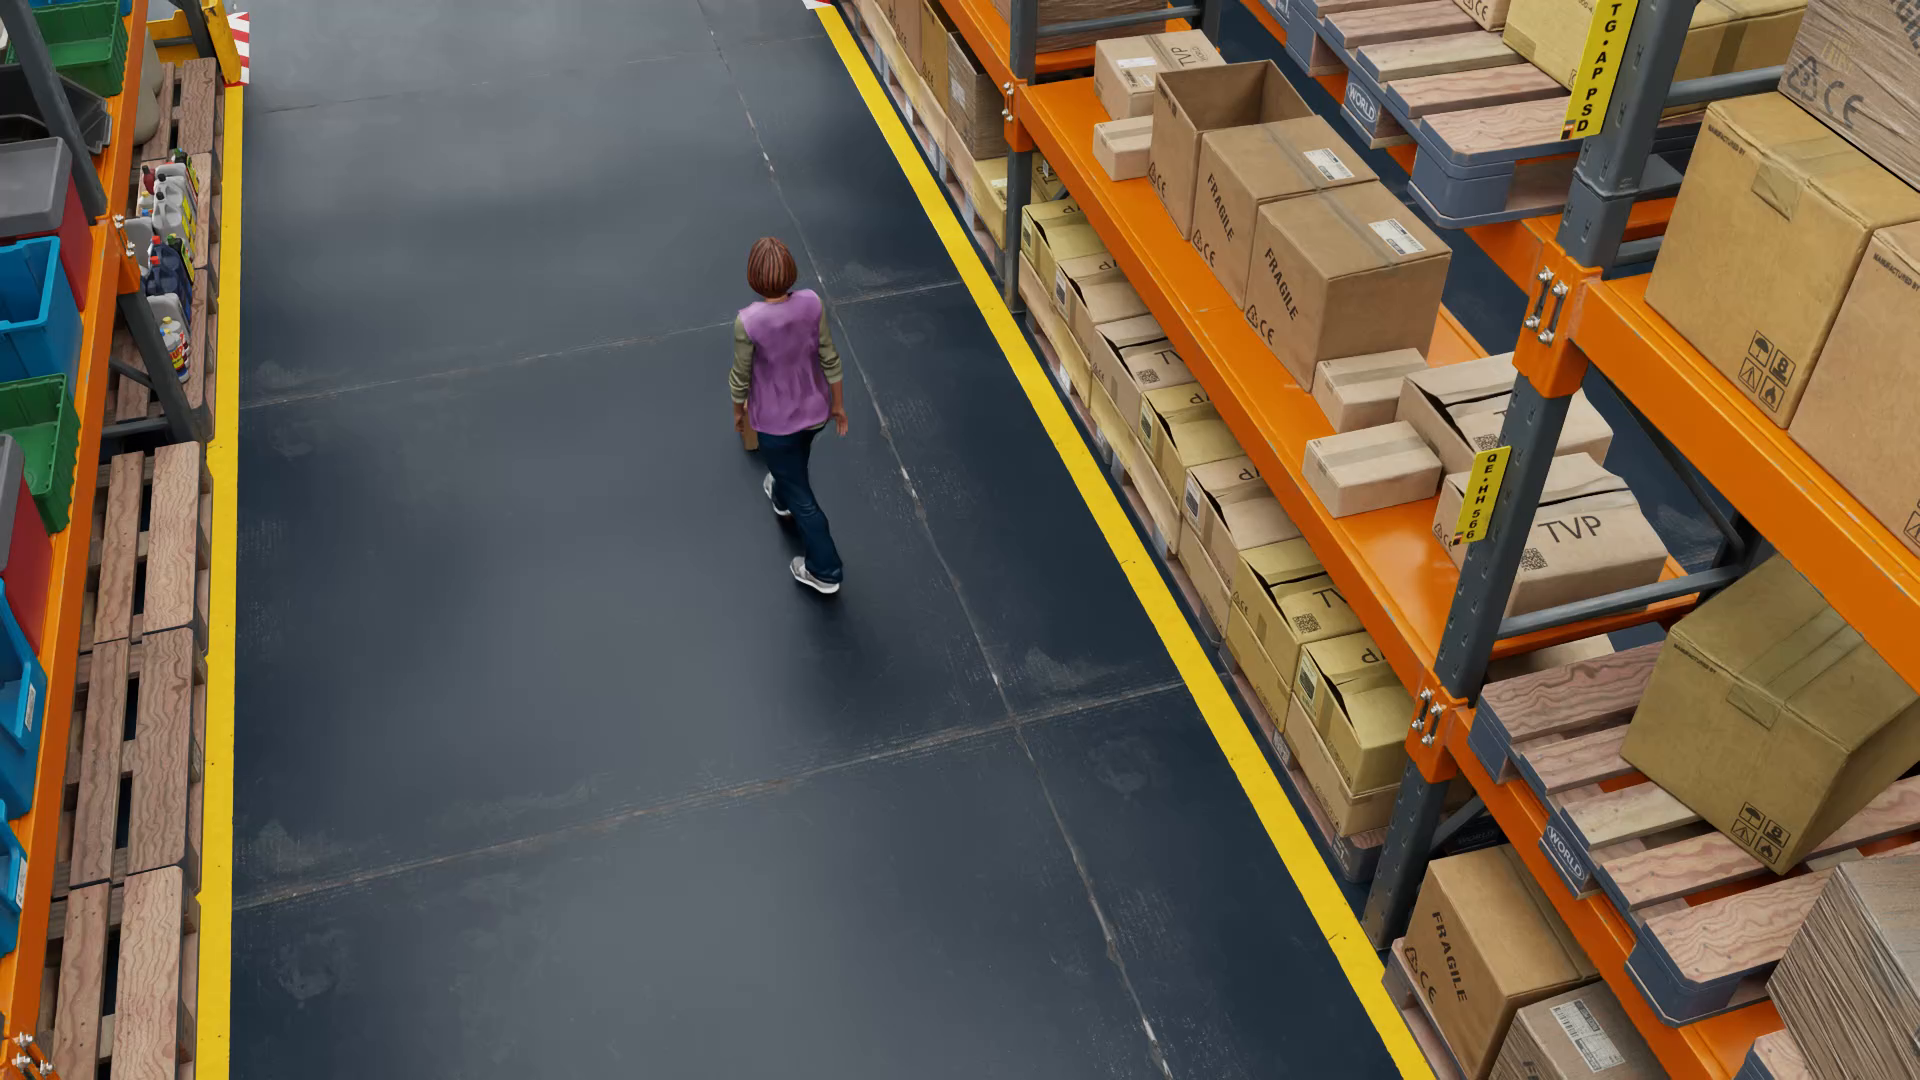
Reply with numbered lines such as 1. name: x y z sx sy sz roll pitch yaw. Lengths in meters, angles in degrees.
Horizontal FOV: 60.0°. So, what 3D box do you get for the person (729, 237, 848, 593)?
1. person: -0.739 -0.554 6.744 0.417 1.567 0.803 -27 49 -26
